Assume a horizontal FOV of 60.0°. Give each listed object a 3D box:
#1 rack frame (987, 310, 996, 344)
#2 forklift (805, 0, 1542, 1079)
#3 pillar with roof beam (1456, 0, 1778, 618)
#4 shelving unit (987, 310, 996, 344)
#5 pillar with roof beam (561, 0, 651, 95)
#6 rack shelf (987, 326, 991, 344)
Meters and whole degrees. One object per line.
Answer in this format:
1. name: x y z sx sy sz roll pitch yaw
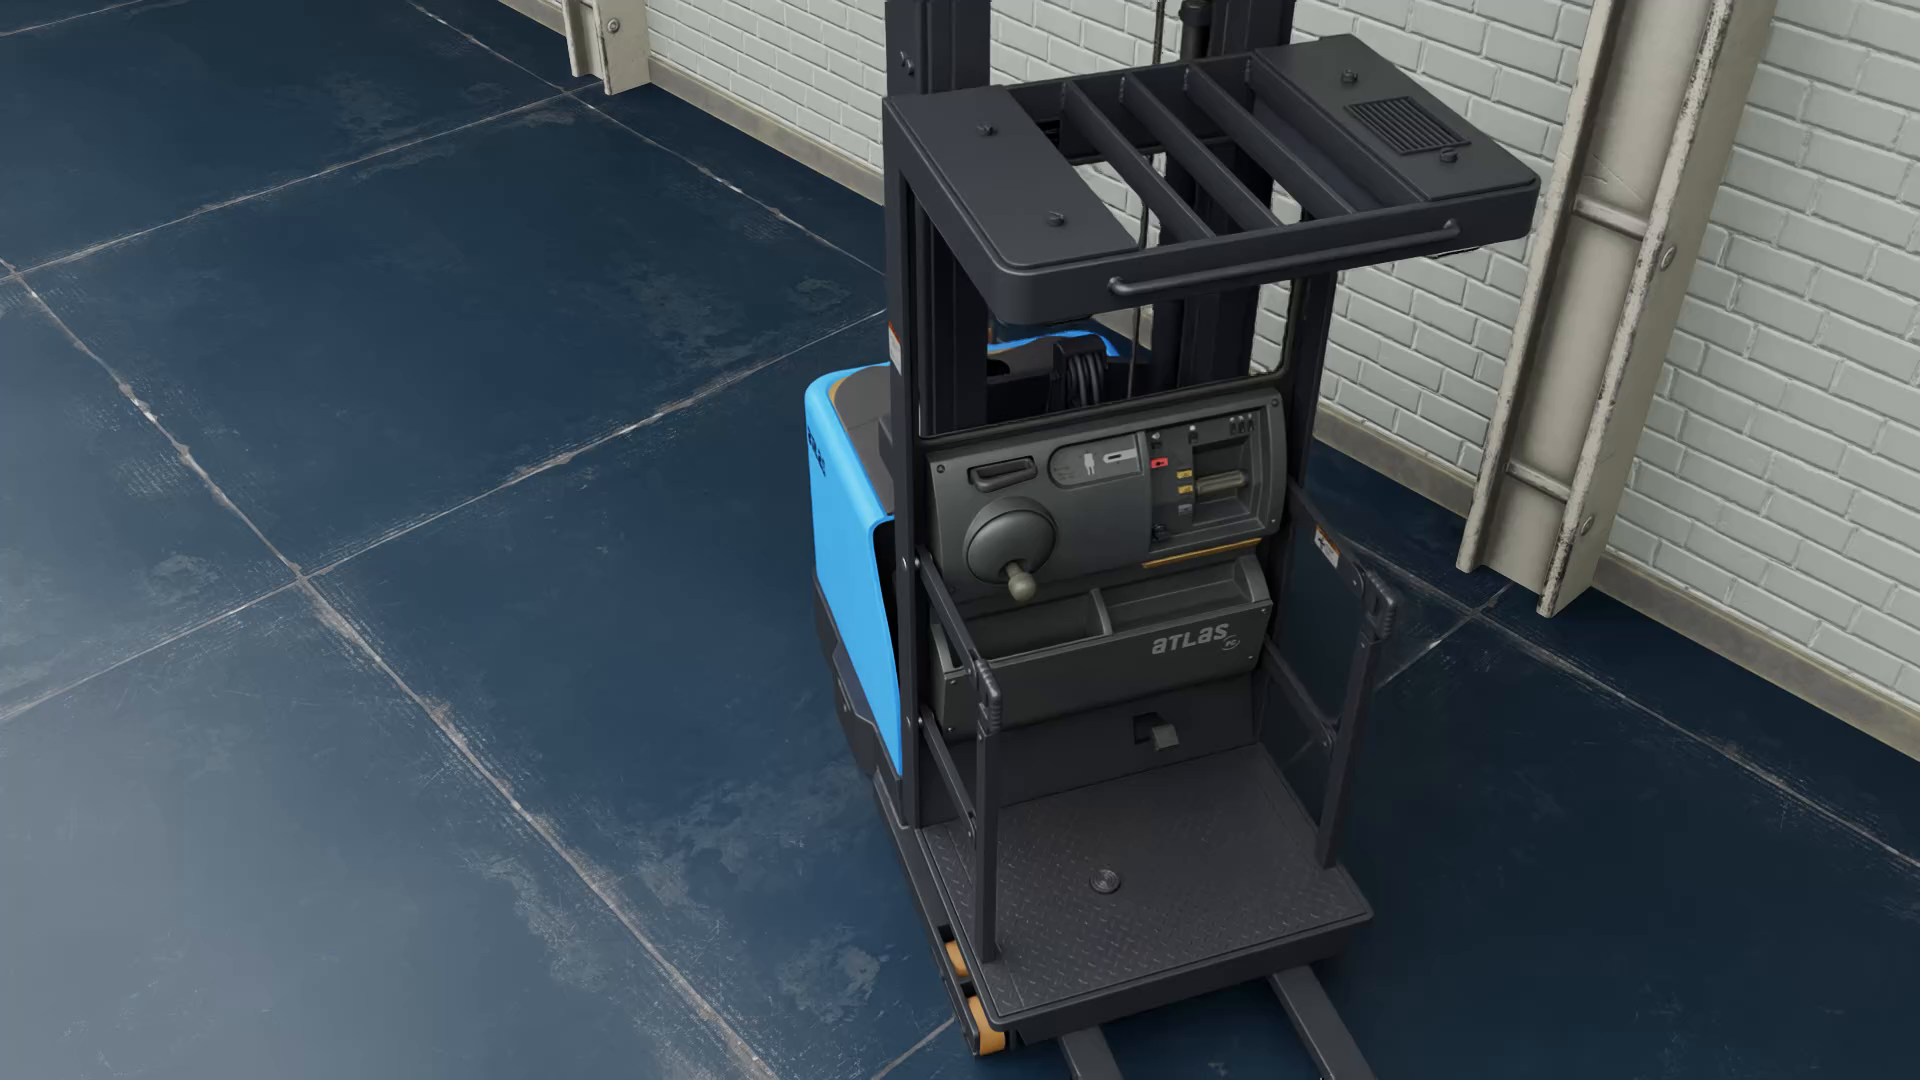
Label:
1. rack frame: 0.046 -0.377 5.881 0.200 1.050 0.008 -30 48 -32
2. forklift: 0.449 -0.034 3.960 1.130 2.935 3.031 -12 40 -14
3. pillar with roof beam: -1.100 -1.548 1.005 9.100 9.000 0.400 -30 48 -32
4. shelving unit: -0.036 -0.433 5.951 0.215 1.050 0.252 -30 48 -32
5. pillar with roof beam: -5.158 -4.325 4.443 9.100 9.000 0.400 -30 48 -32
6. rack shelf: -0.036 -0.646 5.779 0.215 0.259 0.240 -30 48 -32
